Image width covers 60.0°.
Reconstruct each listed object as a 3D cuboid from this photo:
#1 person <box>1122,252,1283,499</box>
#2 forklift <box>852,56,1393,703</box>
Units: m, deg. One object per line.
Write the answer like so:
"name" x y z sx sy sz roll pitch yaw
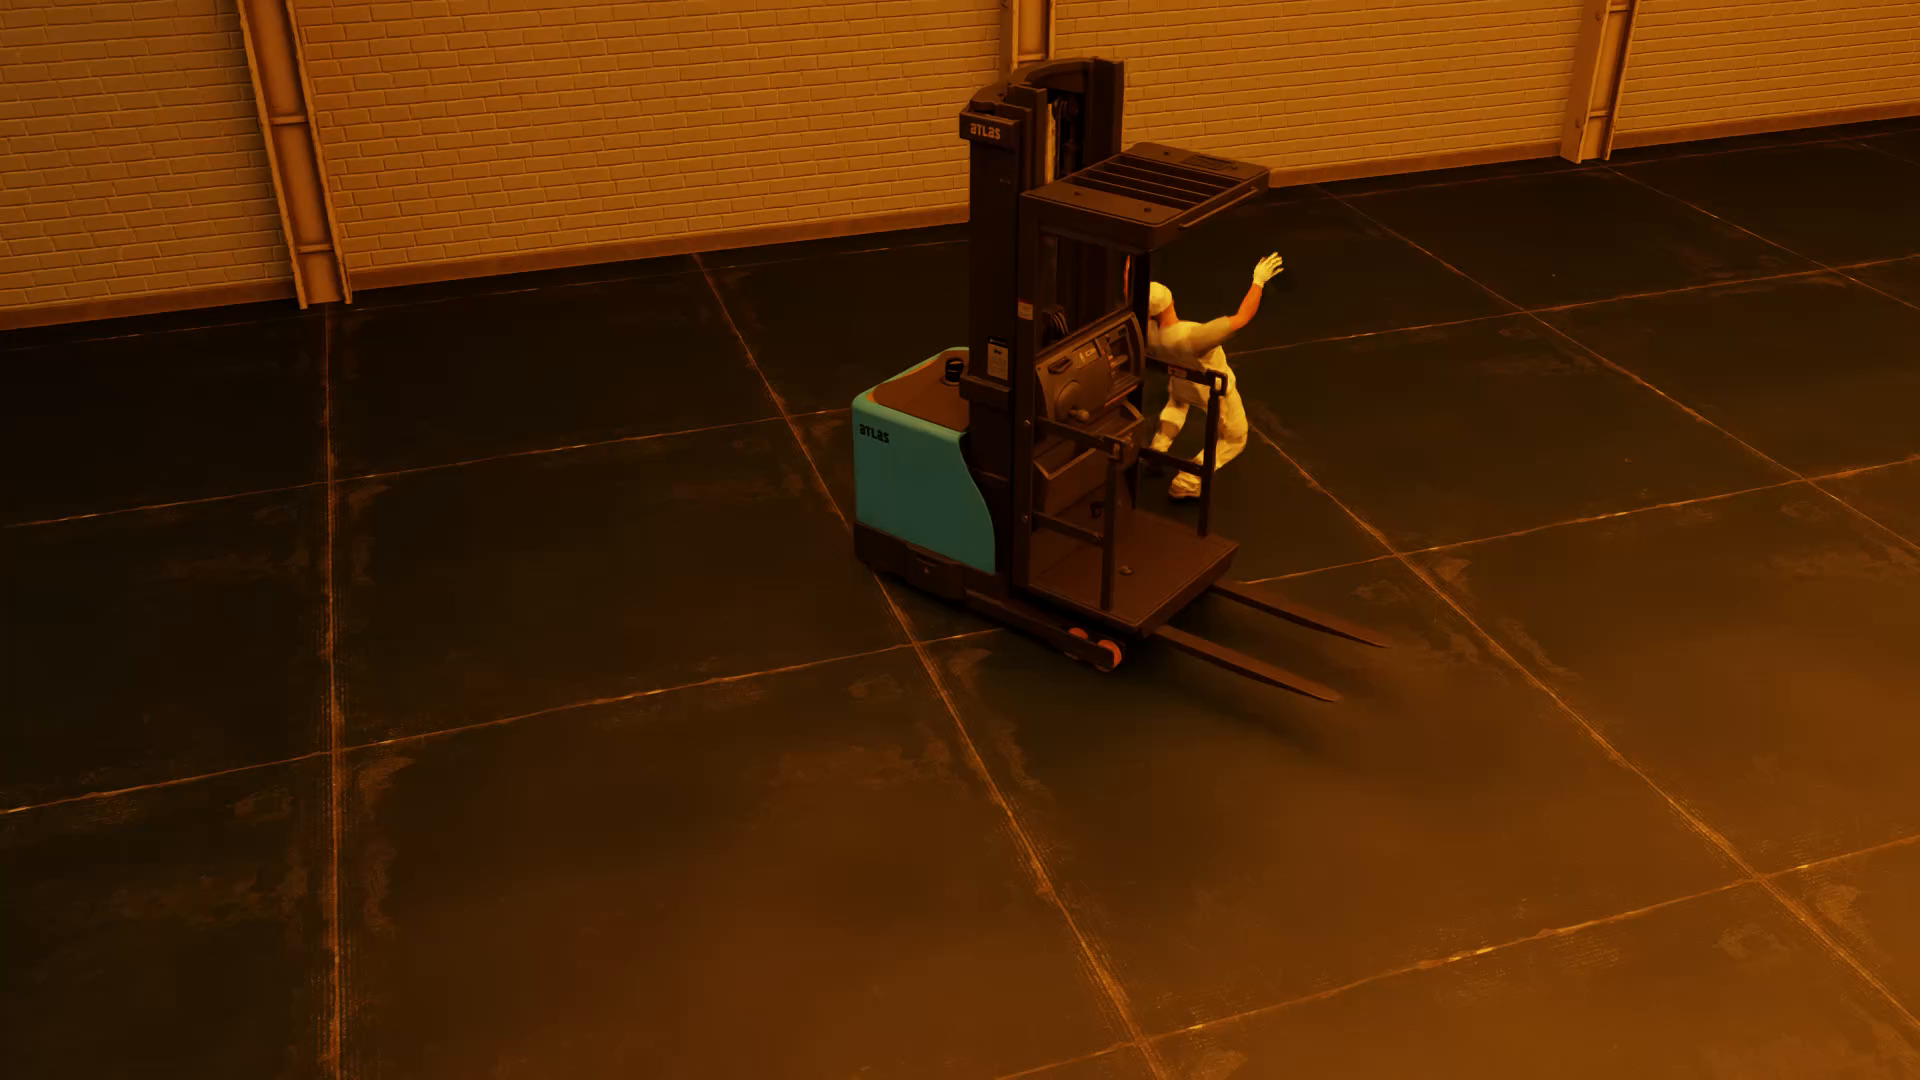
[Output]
"person" 1.338 -1.036 10.182 0.772 1.640 0.987 -25 38 -36
"forklift" 0.855 -0.873 8.604 3.031 2.935 1.130 21 36 32
